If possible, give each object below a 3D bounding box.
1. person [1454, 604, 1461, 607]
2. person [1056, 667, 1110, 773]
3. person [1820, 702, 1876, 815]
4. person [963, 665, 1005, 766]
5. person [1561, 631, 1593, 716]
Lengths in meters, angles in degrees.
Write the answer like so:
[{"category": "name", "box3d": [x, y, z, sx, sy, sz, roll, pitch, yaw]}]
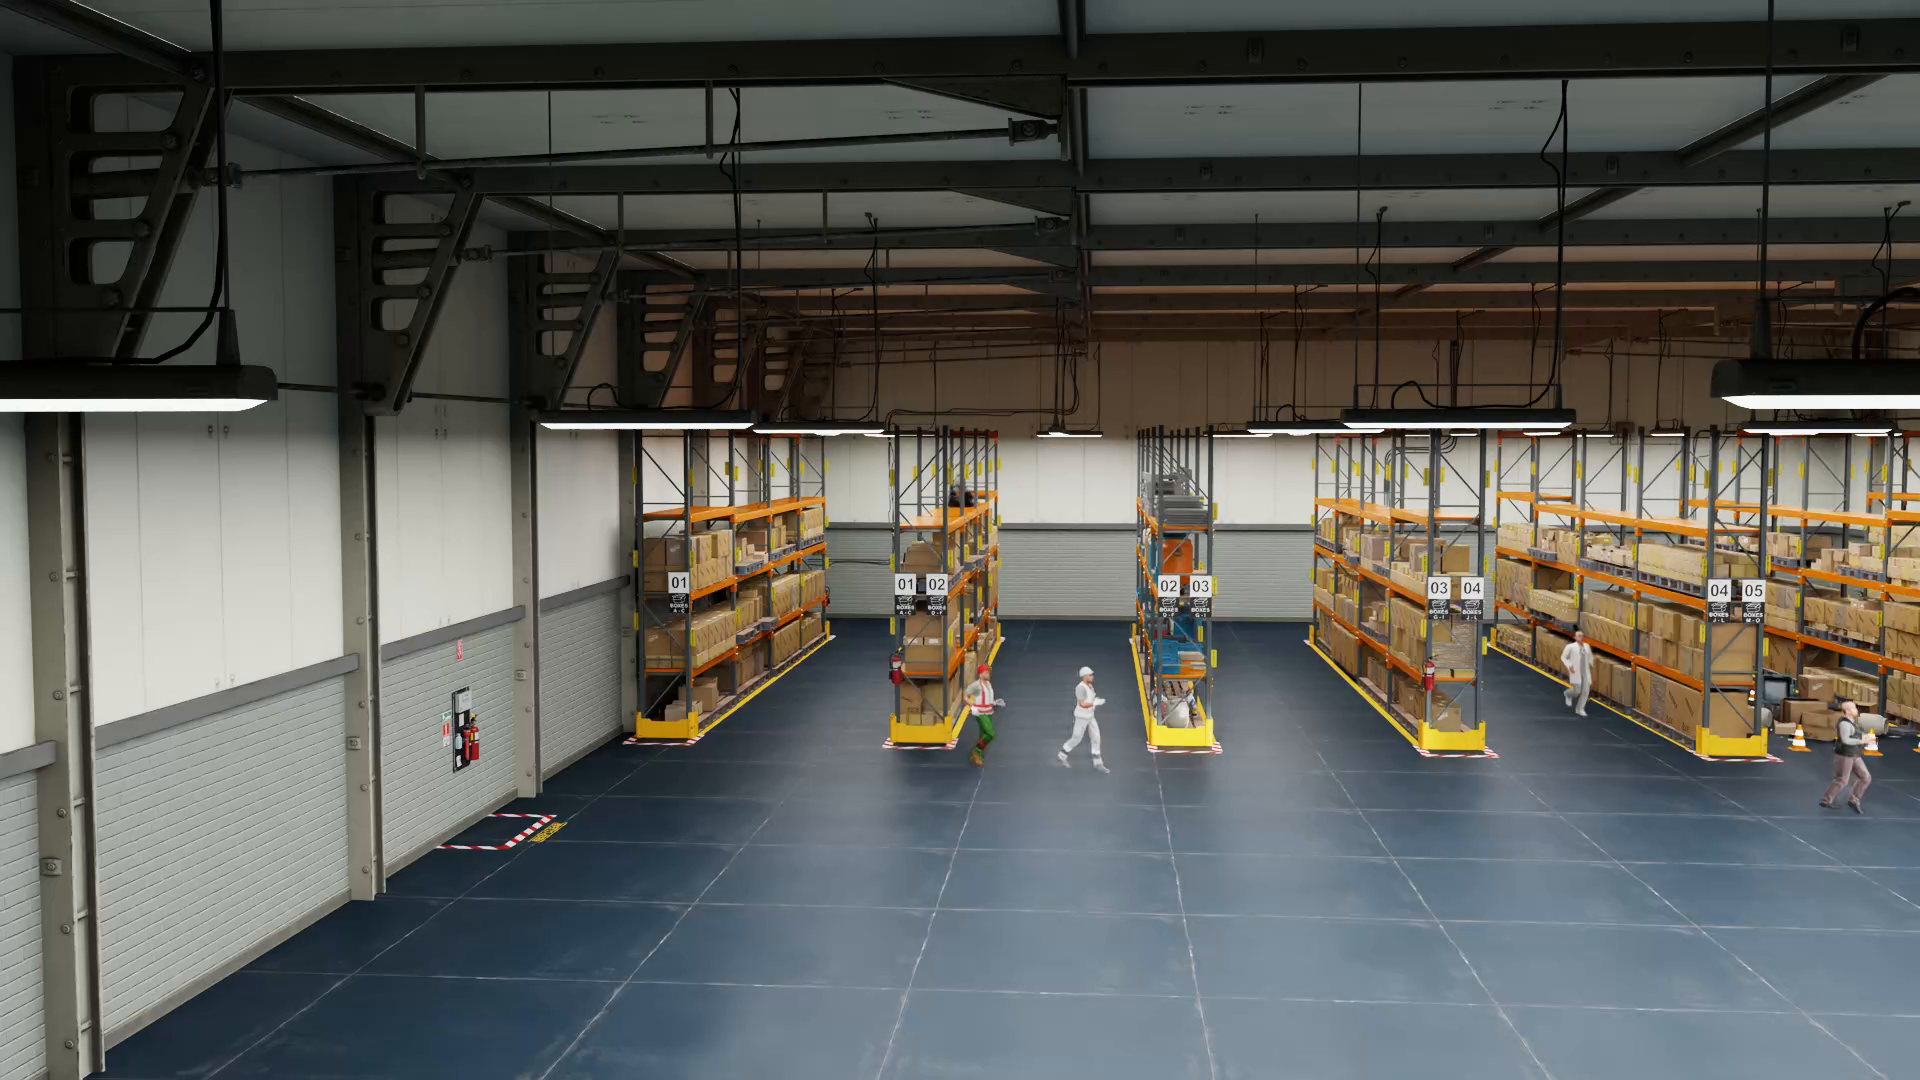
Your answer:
[{"category": "person", "box3d": [13.549, 2.199, 45.066, 0.588, 1.692, 0.804, 1, 3, 10]}, {"category": "person", "box3d": [2.122, 3.075, 28.610, 0.964, 1.800, 0.659, 2, 4, 29]}, {"category": "person", "box3d": [13.566, 3.349, 25.393, 0.756, 1.767, 0.604, 3, 5, 41]}, {"category": "person", "box3d": [0.441, 3.075, 29.223, 0.656, 1.758, 0.633, 2, 4, 32]}, {"category": "person", "box3d": [12.919, 2.773, 34.735, 0.711, 1.743, 0.756, 0, 3, -6]}]
